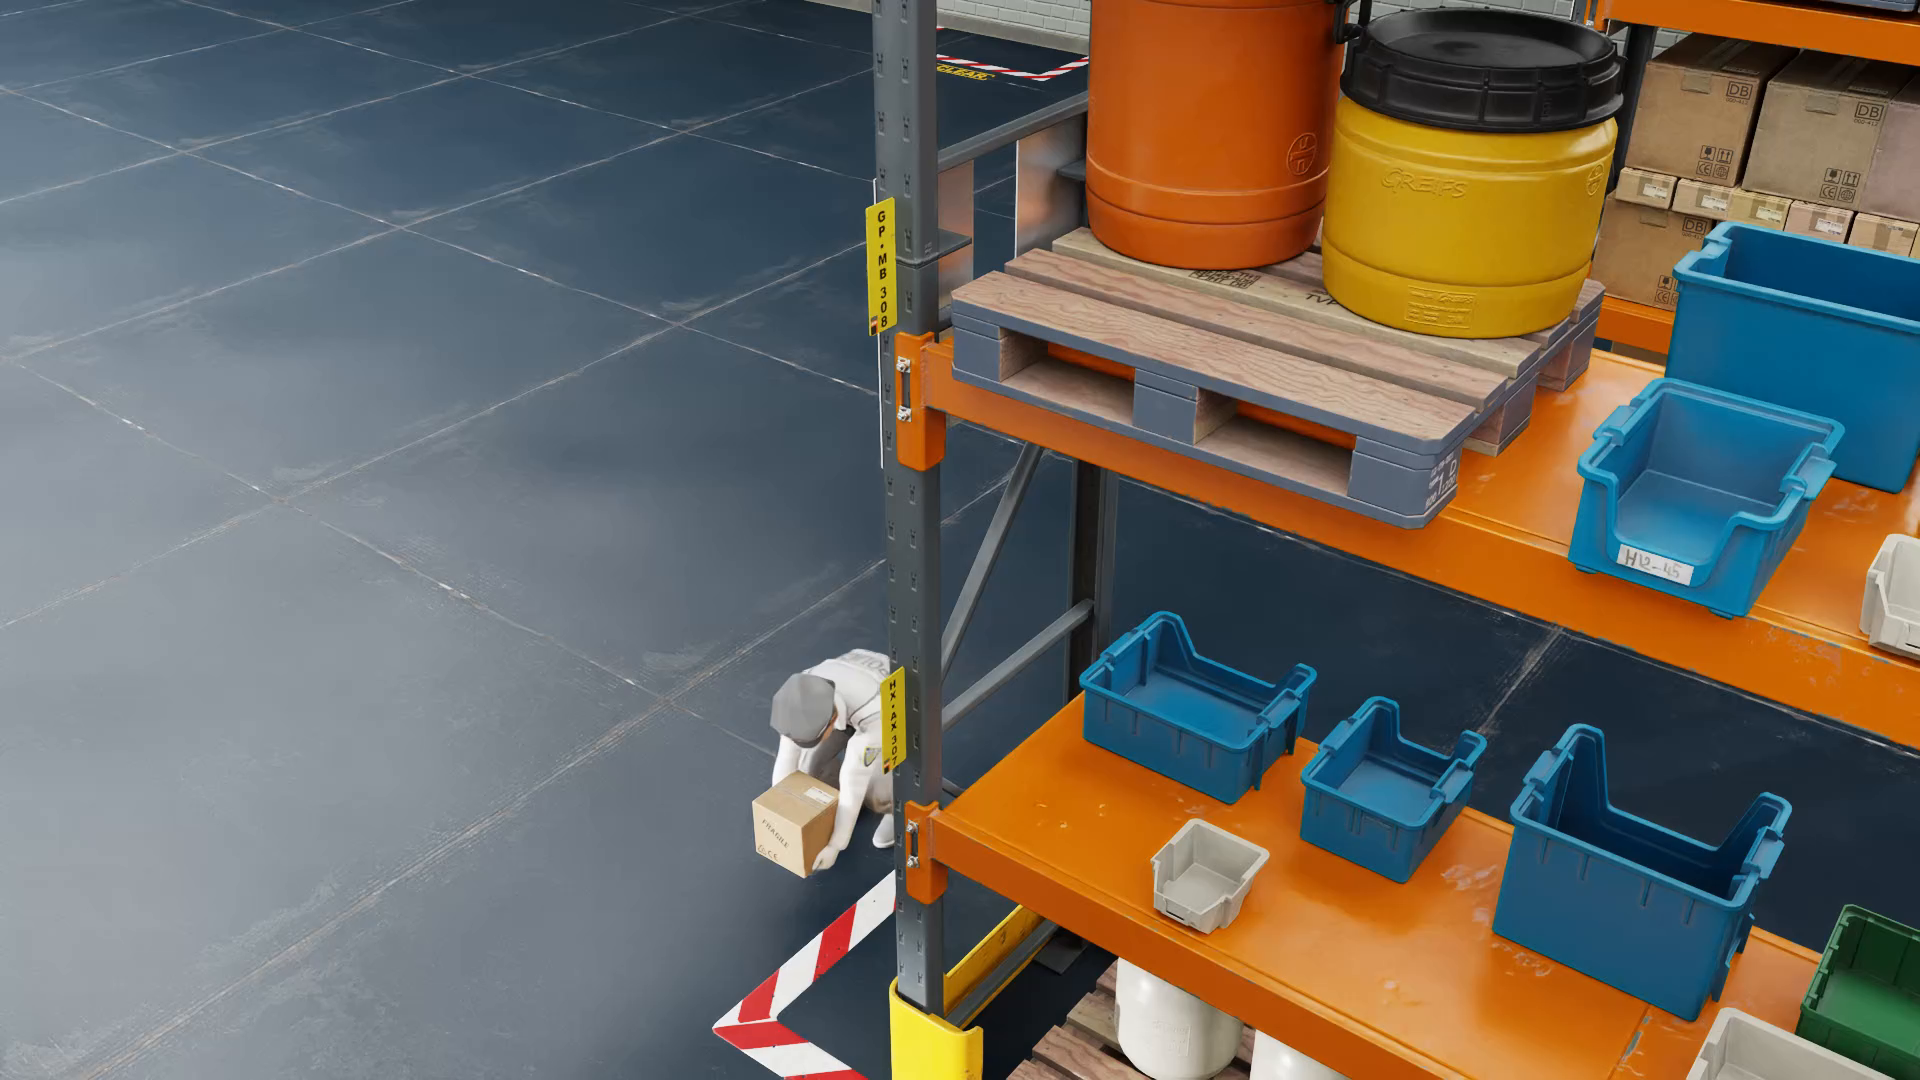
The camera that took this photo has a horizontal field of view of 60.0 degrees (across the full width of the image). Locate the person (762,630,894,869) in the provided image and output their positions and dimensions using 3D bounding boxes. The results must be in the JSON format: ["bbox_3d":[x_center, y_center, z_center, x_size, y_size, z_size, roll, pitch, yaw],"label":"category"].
[{"bbox_3d":[-0.449,0.803,6.469,0.468,0.980,0.908,15,34,24],"label":"person"}]
